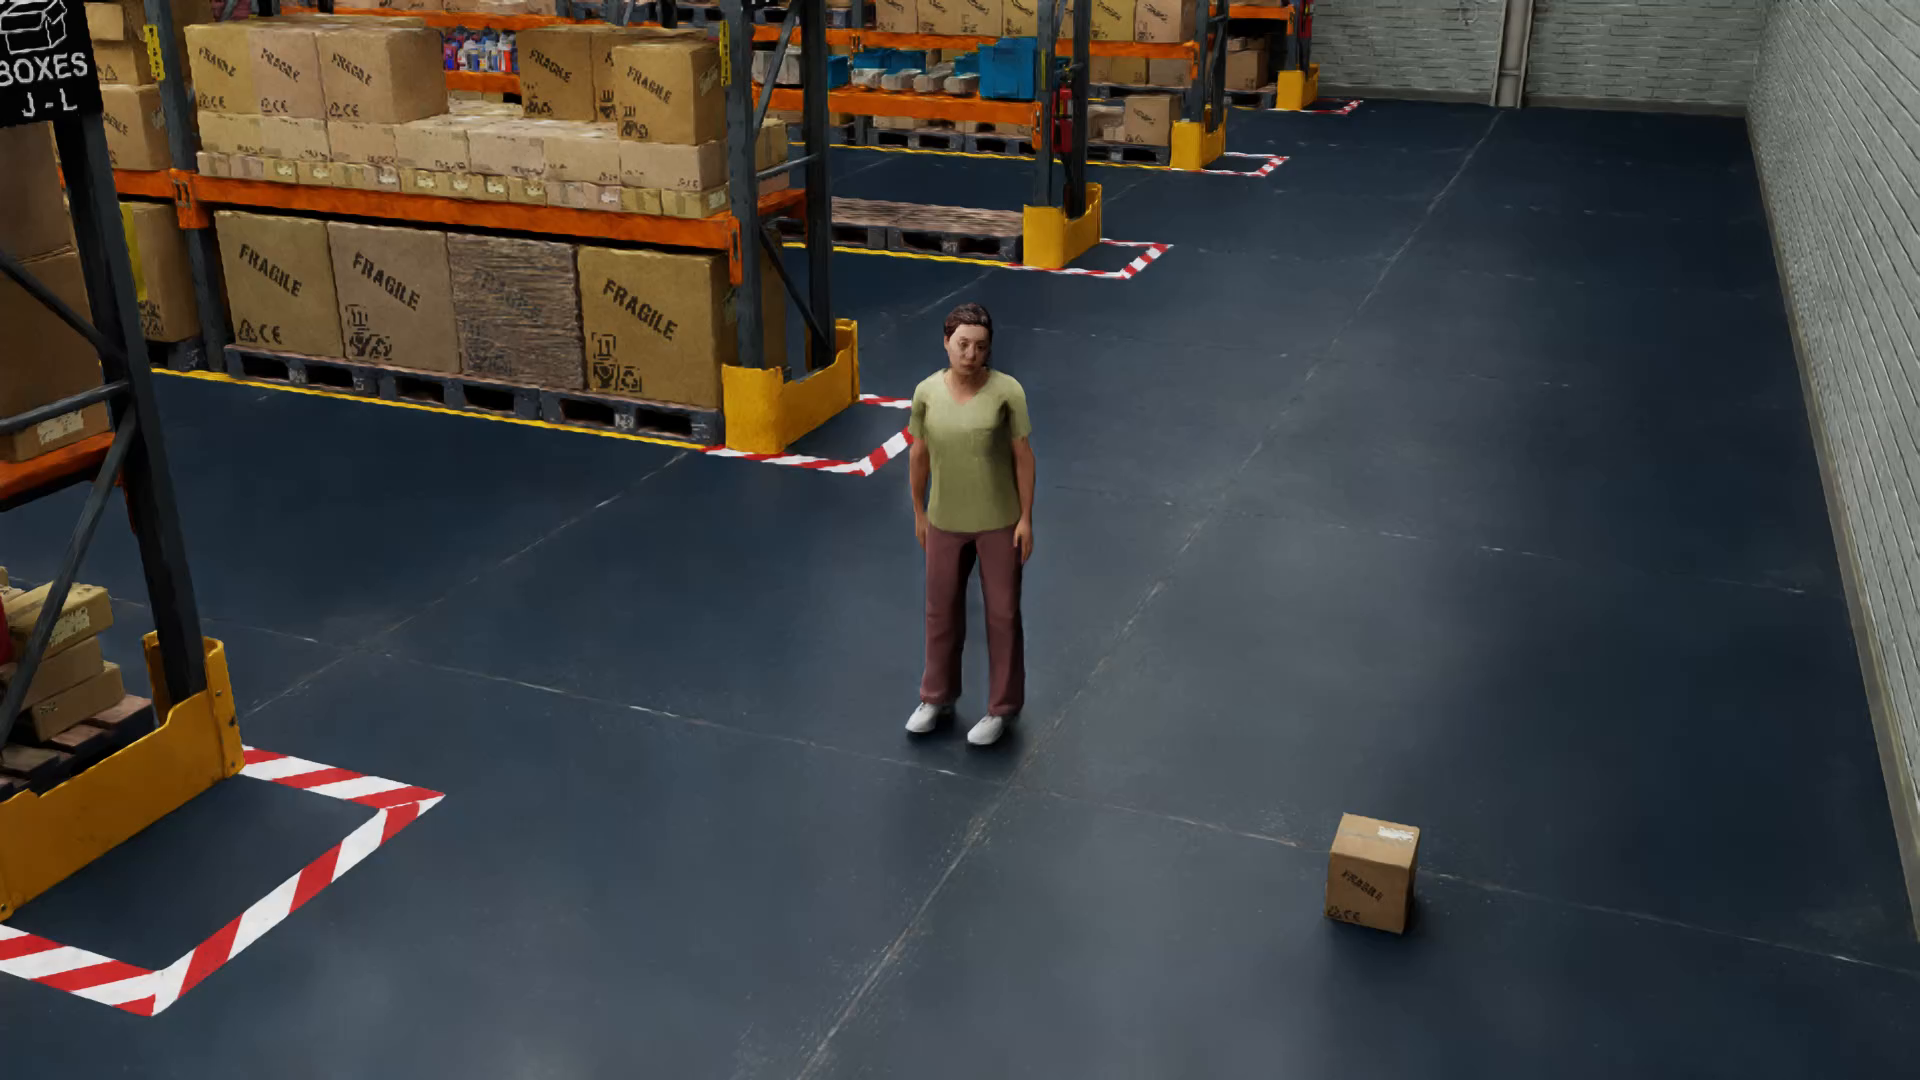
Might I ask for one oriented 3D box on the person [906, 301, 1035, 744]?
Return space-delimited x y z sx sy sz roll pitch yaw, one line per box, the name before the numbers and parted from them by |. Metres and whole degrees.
person | 0.038 -0.052 6.159 0.494 1.681 0.371 5 23 12
